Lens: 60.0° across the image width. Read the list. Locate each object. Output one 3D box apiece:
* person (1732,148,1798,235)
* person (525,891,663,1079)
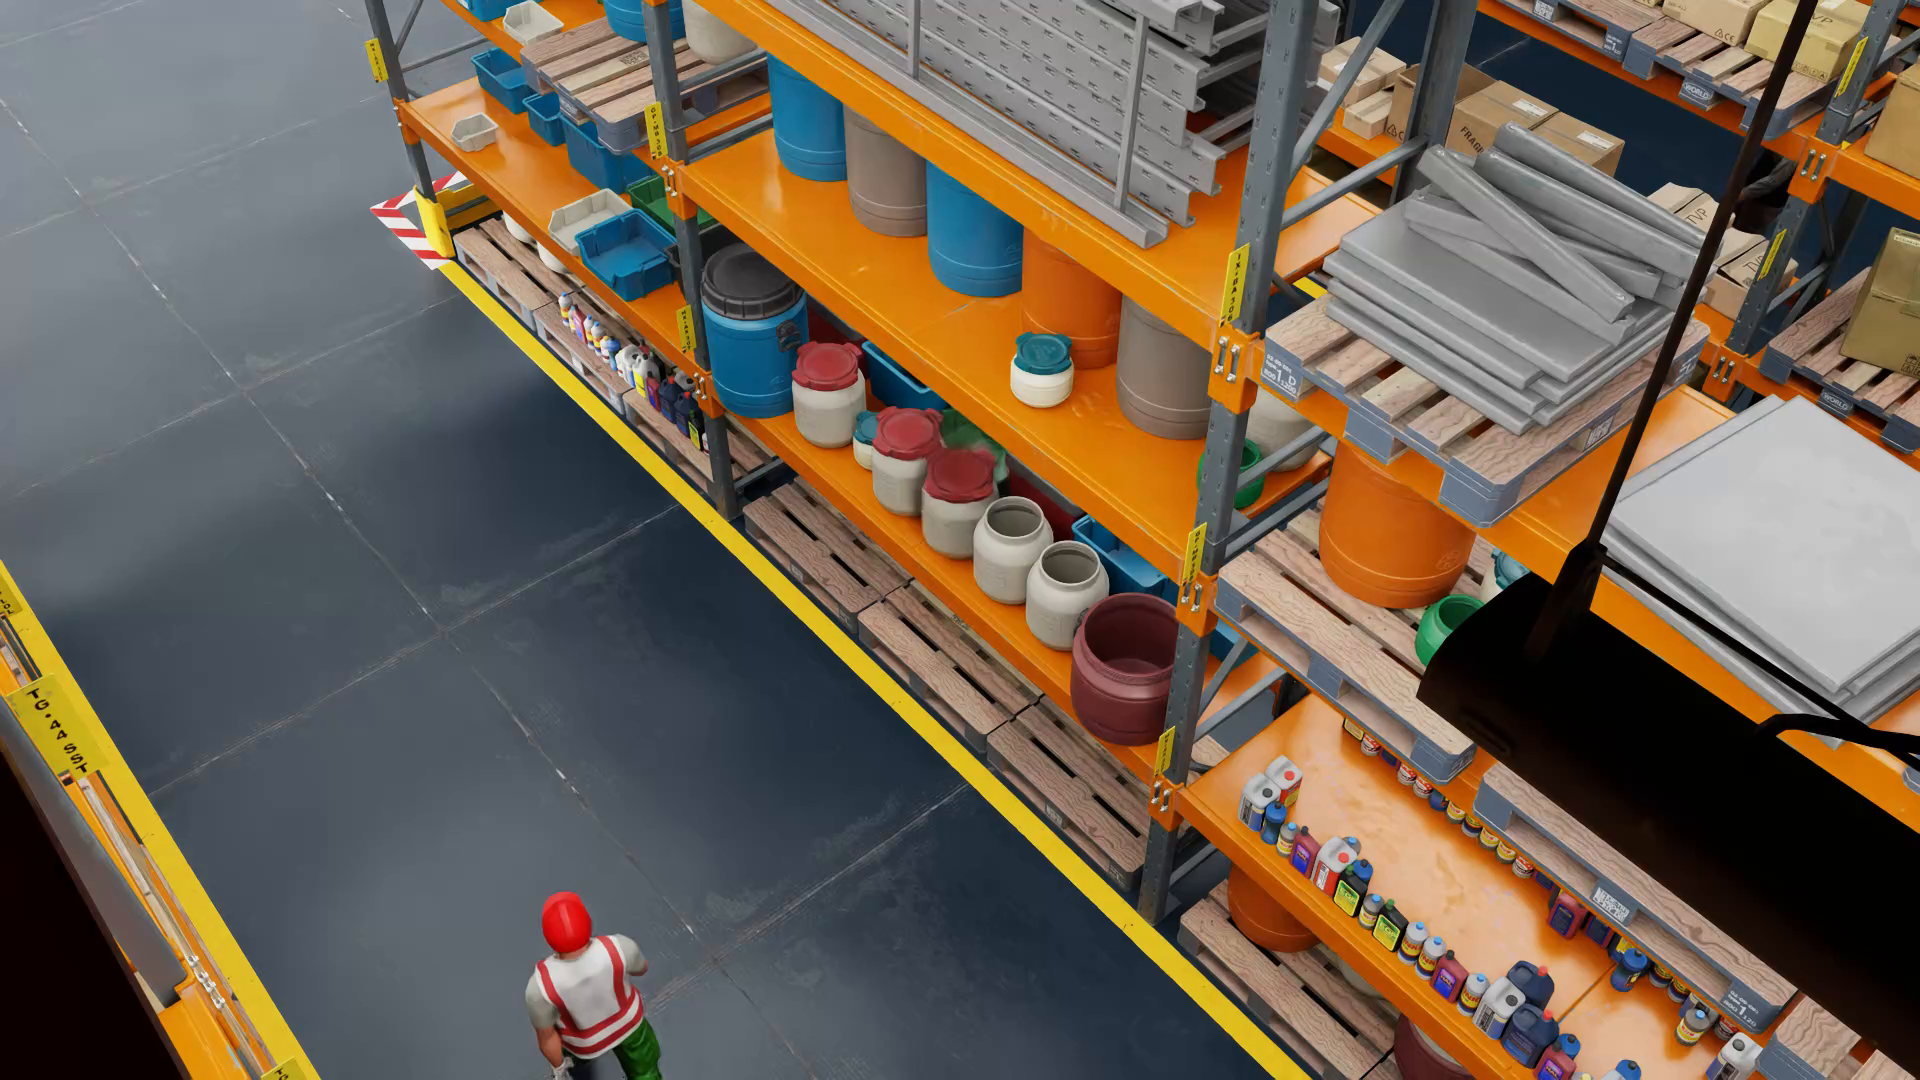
[{"bbox_3d":[5.818,-2.584,12.284,0.750,1.723,0.571,27,52,23],"label":"person"},{"bbox_3d":[-1.694,2.160,7.709,0.635,1.723,1.067,-30,53,-25],"label":"person"}]
